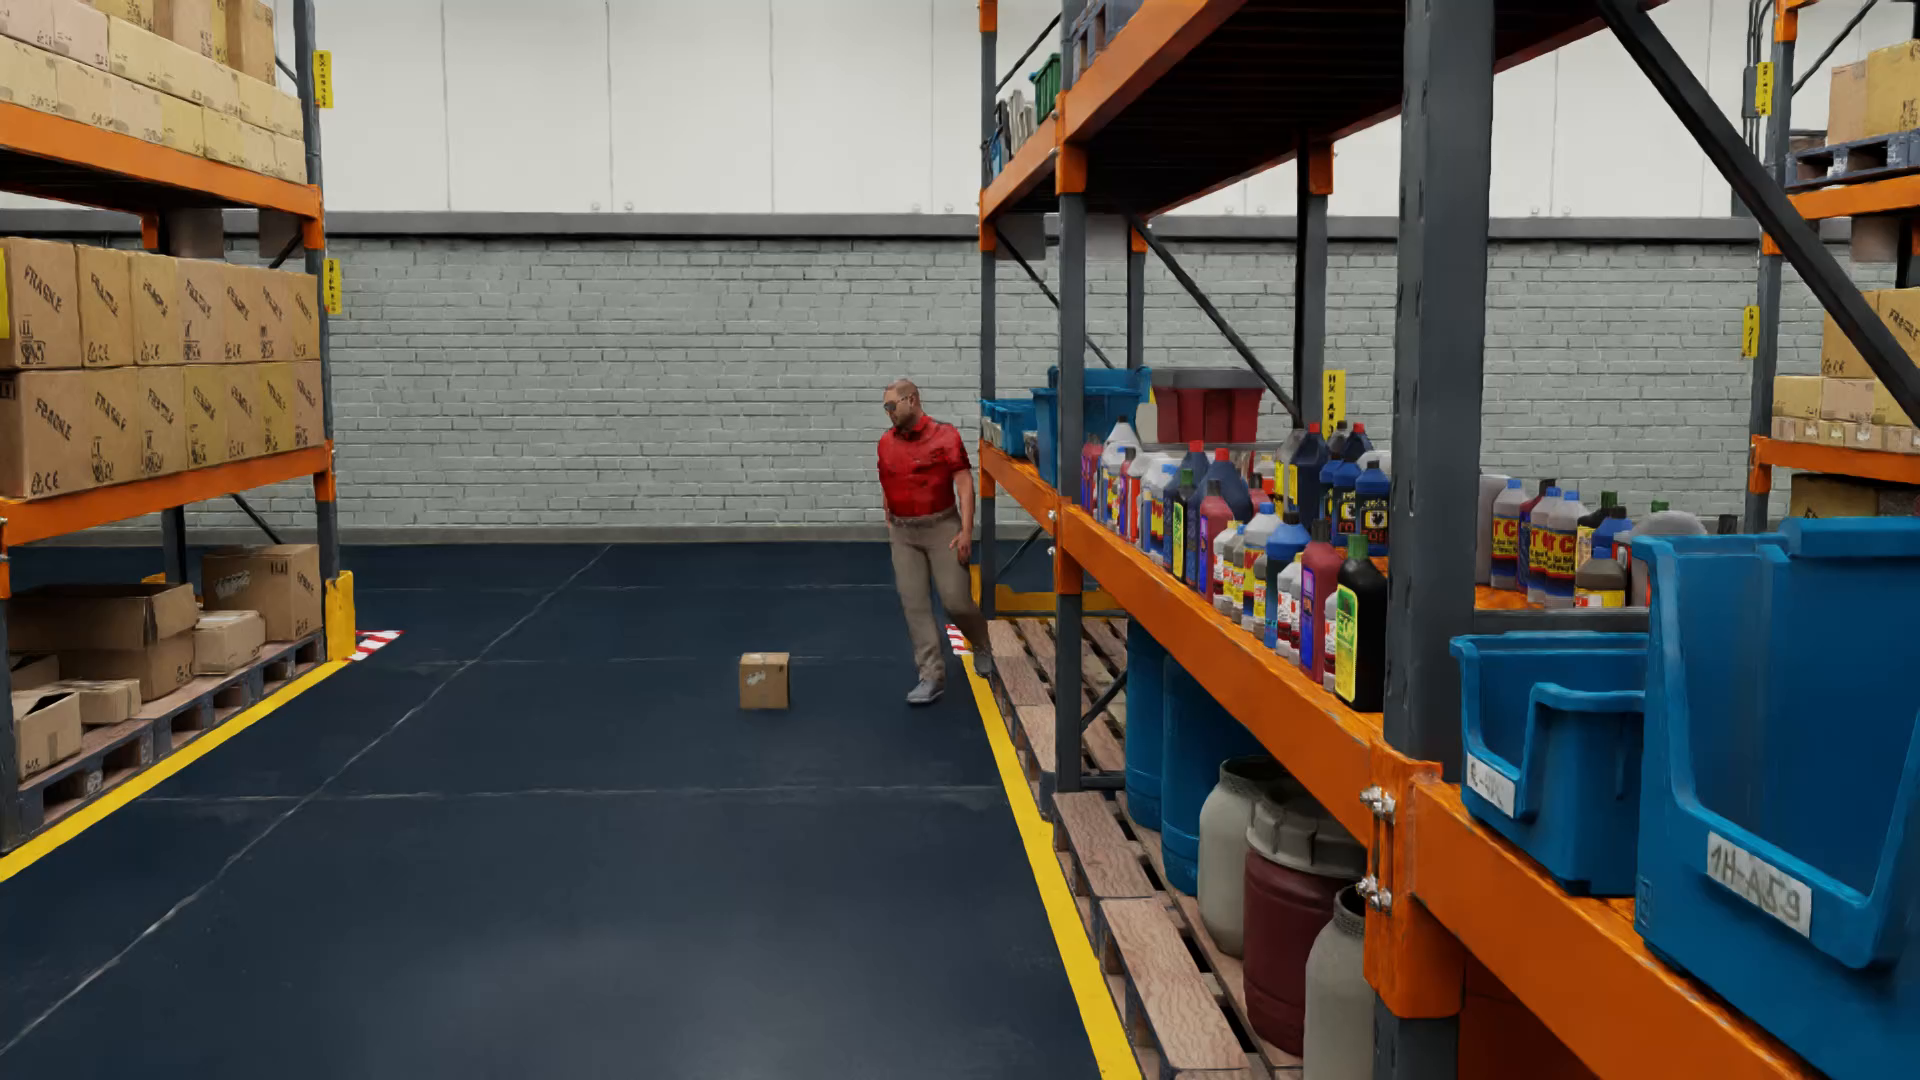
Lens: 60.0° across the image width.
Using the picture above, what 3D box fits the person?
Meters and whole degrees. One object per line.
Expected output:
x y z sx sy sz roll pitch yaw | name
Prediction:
-0.155 -0.018 8.978 0.592 1.702 0.721 3 7 23 | person
